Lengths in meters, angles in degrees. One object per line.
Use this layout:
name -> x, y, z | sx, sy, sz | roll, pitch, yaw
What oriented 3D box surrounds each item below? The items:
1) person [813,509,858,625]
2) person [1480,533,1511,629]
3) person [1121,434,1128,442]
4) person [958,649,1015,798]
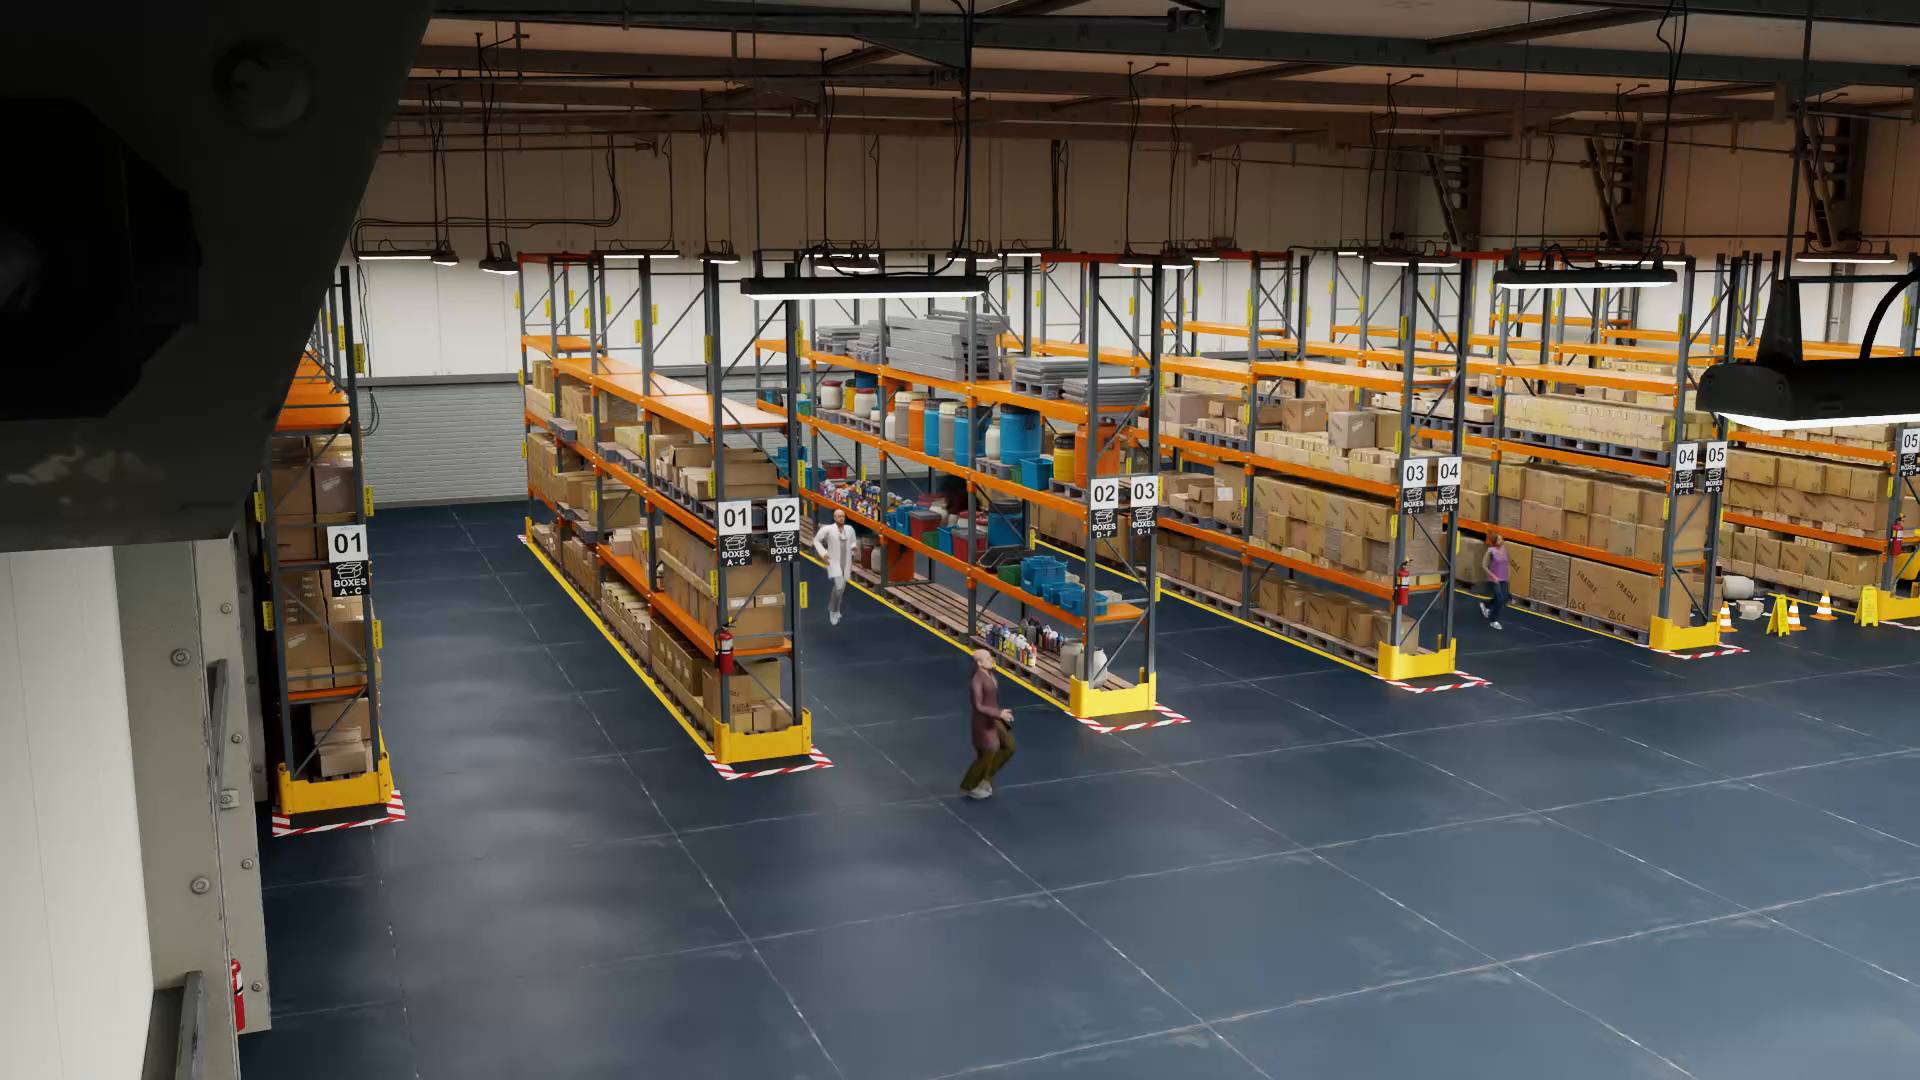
person -> -1.904, 0.432, 26.305 | 0.680, 1.835, 0.738 | -7, 12, -32
person -> 8.737, 0.651, 27.205 | 0.537, 1.568, 0.498 | -5, 12, -26
person -> 3.943, -1.813, 40.577 | 0.660, 1.580, 0.740 | 5, 12, 28
person -> 0.312, 2.074, 18.856 | 0.667, 1.735, 0.722 | 2, 11, 13
